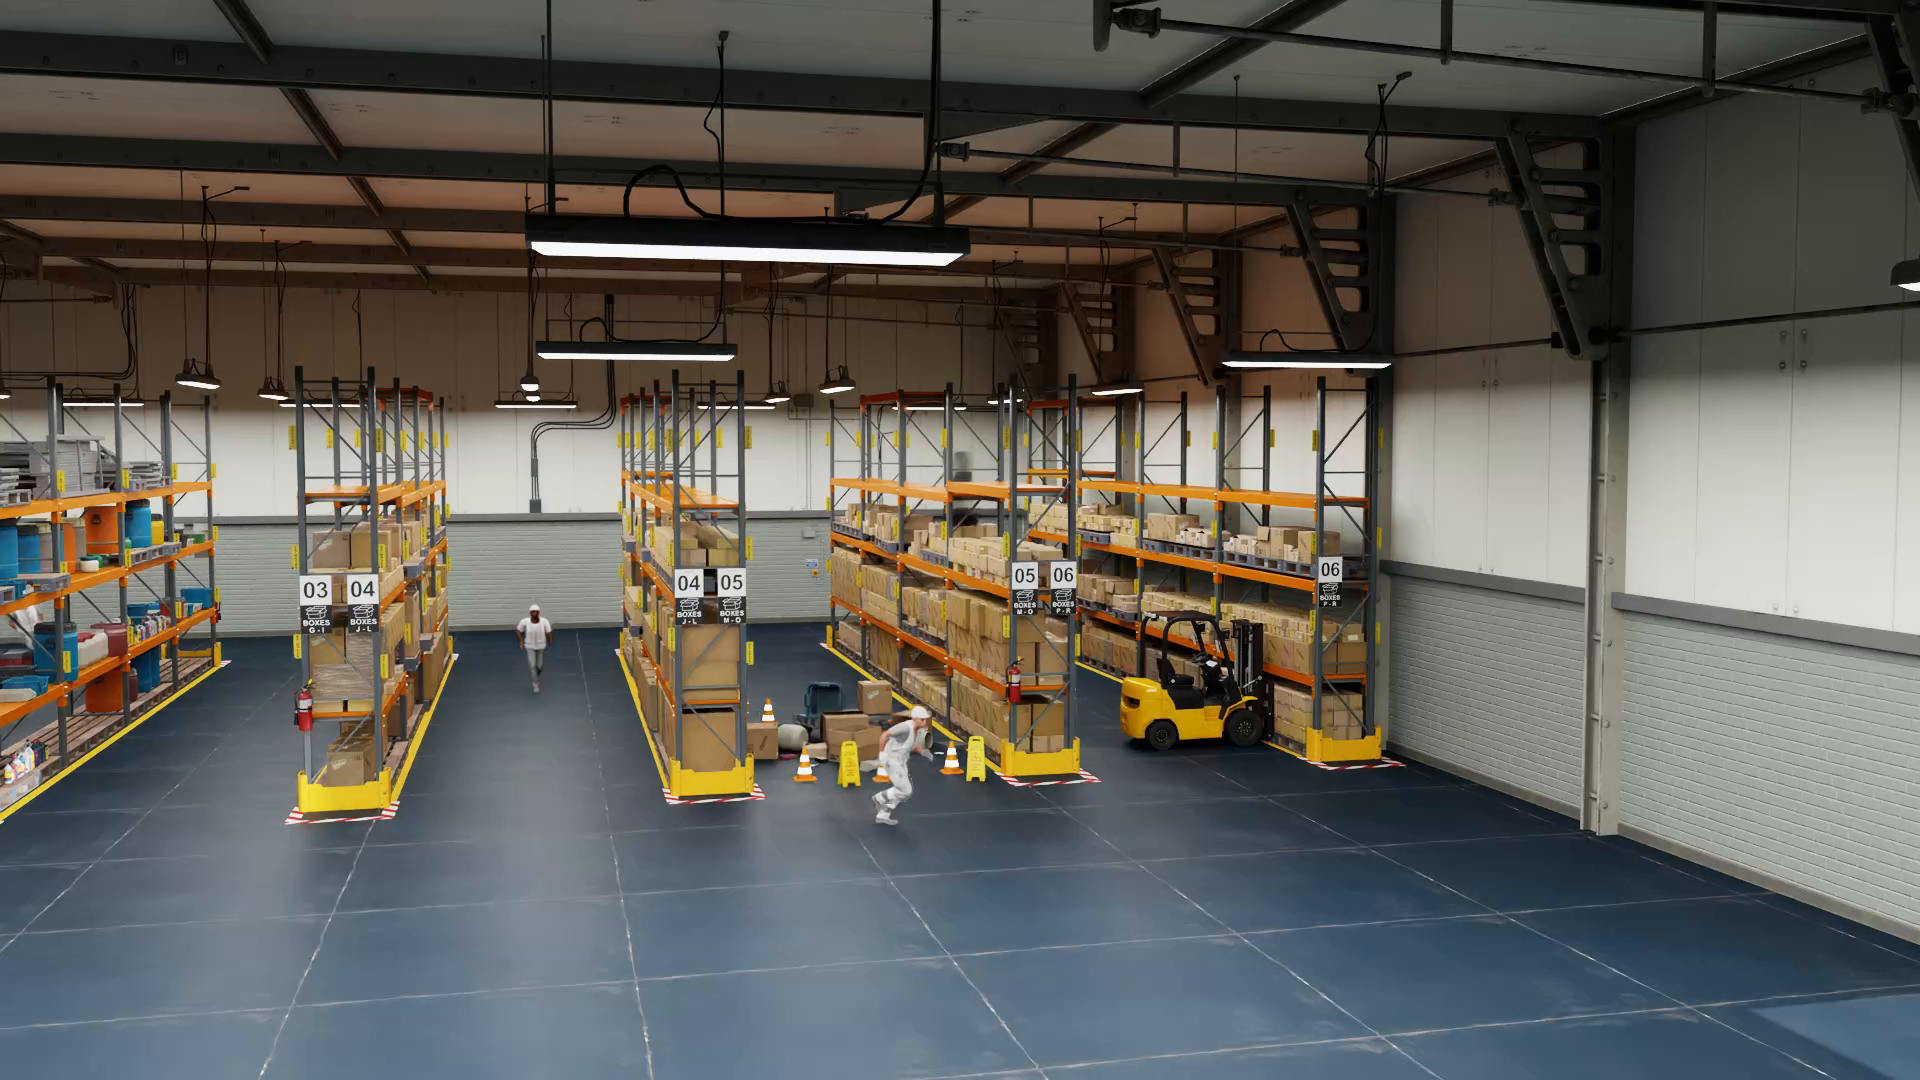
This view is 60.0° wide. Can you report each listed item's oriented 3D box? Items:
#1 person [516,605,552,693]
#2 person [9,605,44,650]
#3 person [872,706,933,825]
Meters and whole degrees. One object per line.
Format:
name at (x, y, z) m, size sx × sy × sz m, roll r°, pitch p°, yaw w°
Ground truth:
person at (-8.532, 2.154, 33.343) m, size 0.683 × 1.743 × 0.850 m, roll -1°, pitch 4°, yaw -21°
person at (-20.338, 1.997, 36.278) m, size 0.731 × 1.690 × 0.621 m, roll -3°, pitch 5°, yaw -41°
person at (-0.769, 2.929, 21.525) m, size 0.827 × 1.591 × 0.694 m, roll 2°, pitch 4°, yaw 25°
